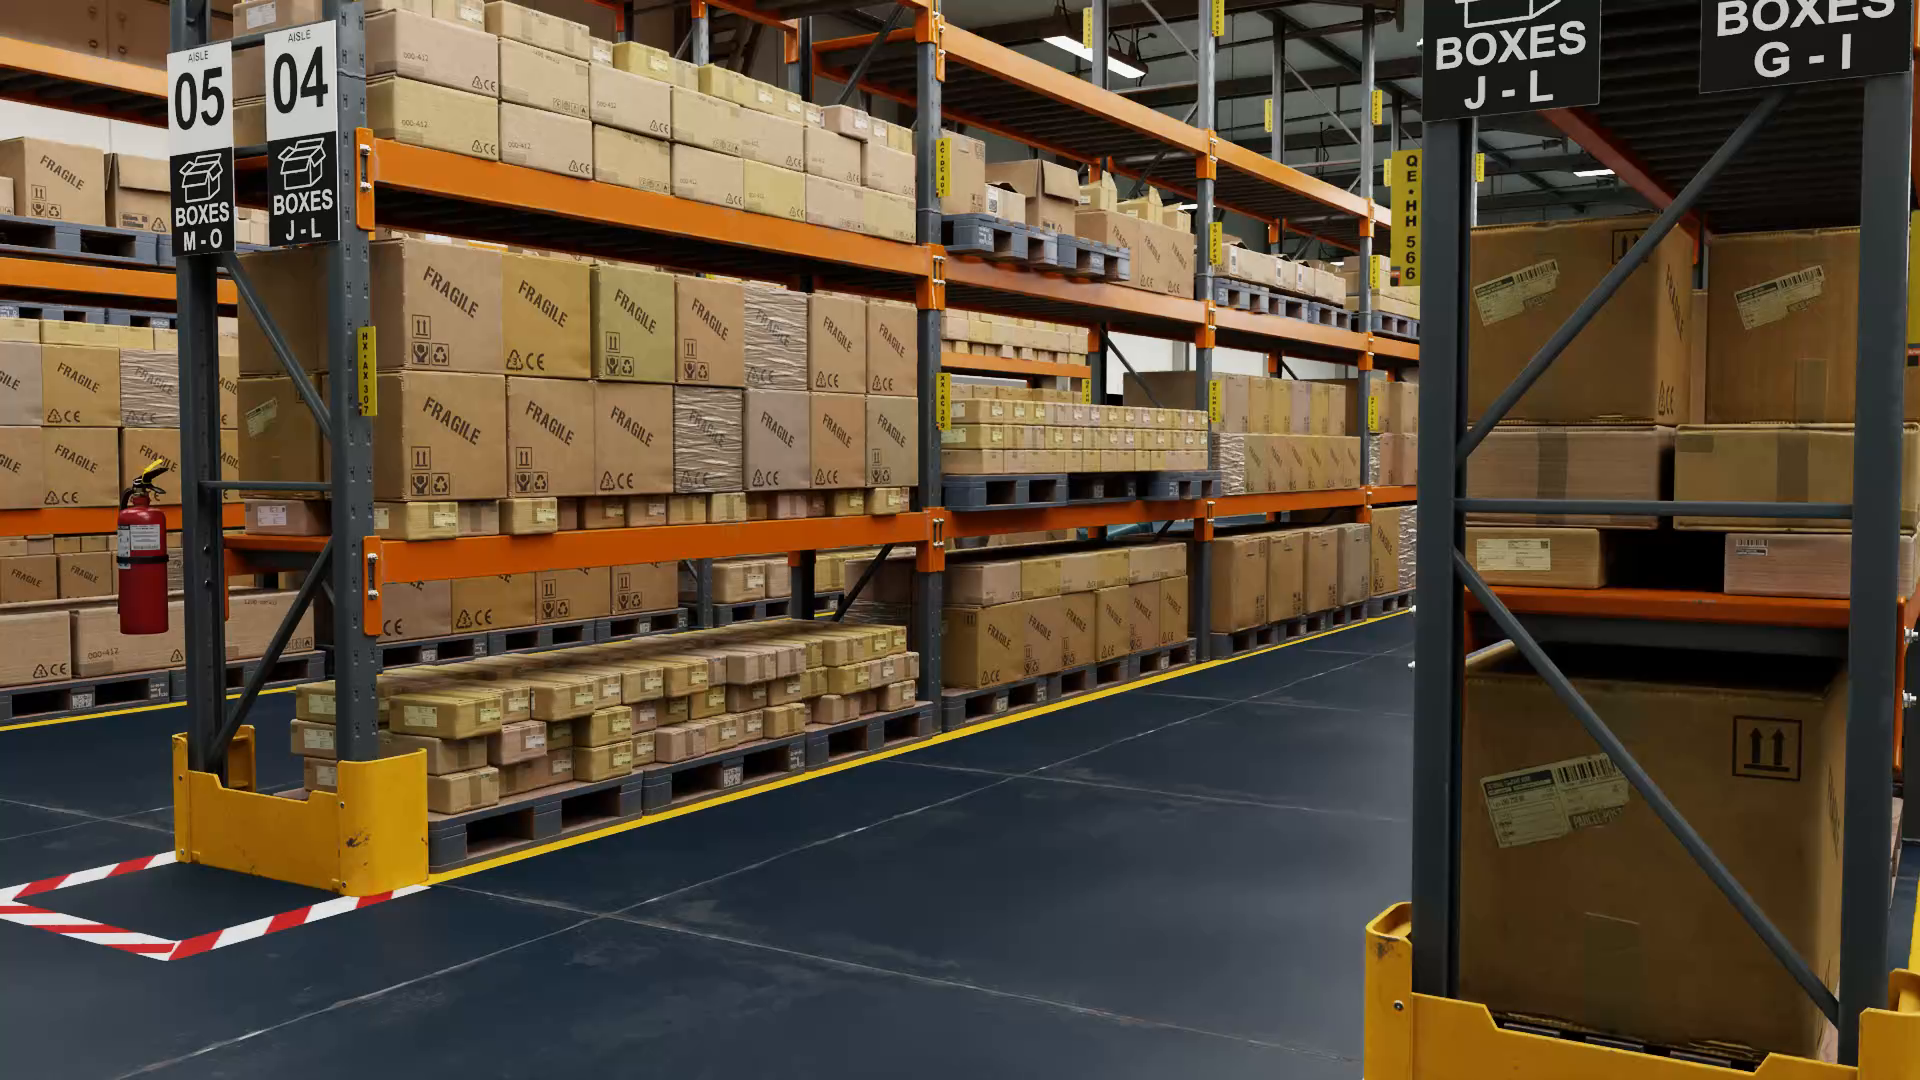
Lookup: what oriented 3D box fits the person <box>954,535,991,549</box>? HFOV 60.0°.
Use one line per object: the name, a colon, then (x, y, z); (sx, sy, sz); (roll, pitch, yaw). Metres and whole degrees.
person: (0.081, -0.083, 16.713); (0.528, 1.697, 0.570); (2, 3, 31)
